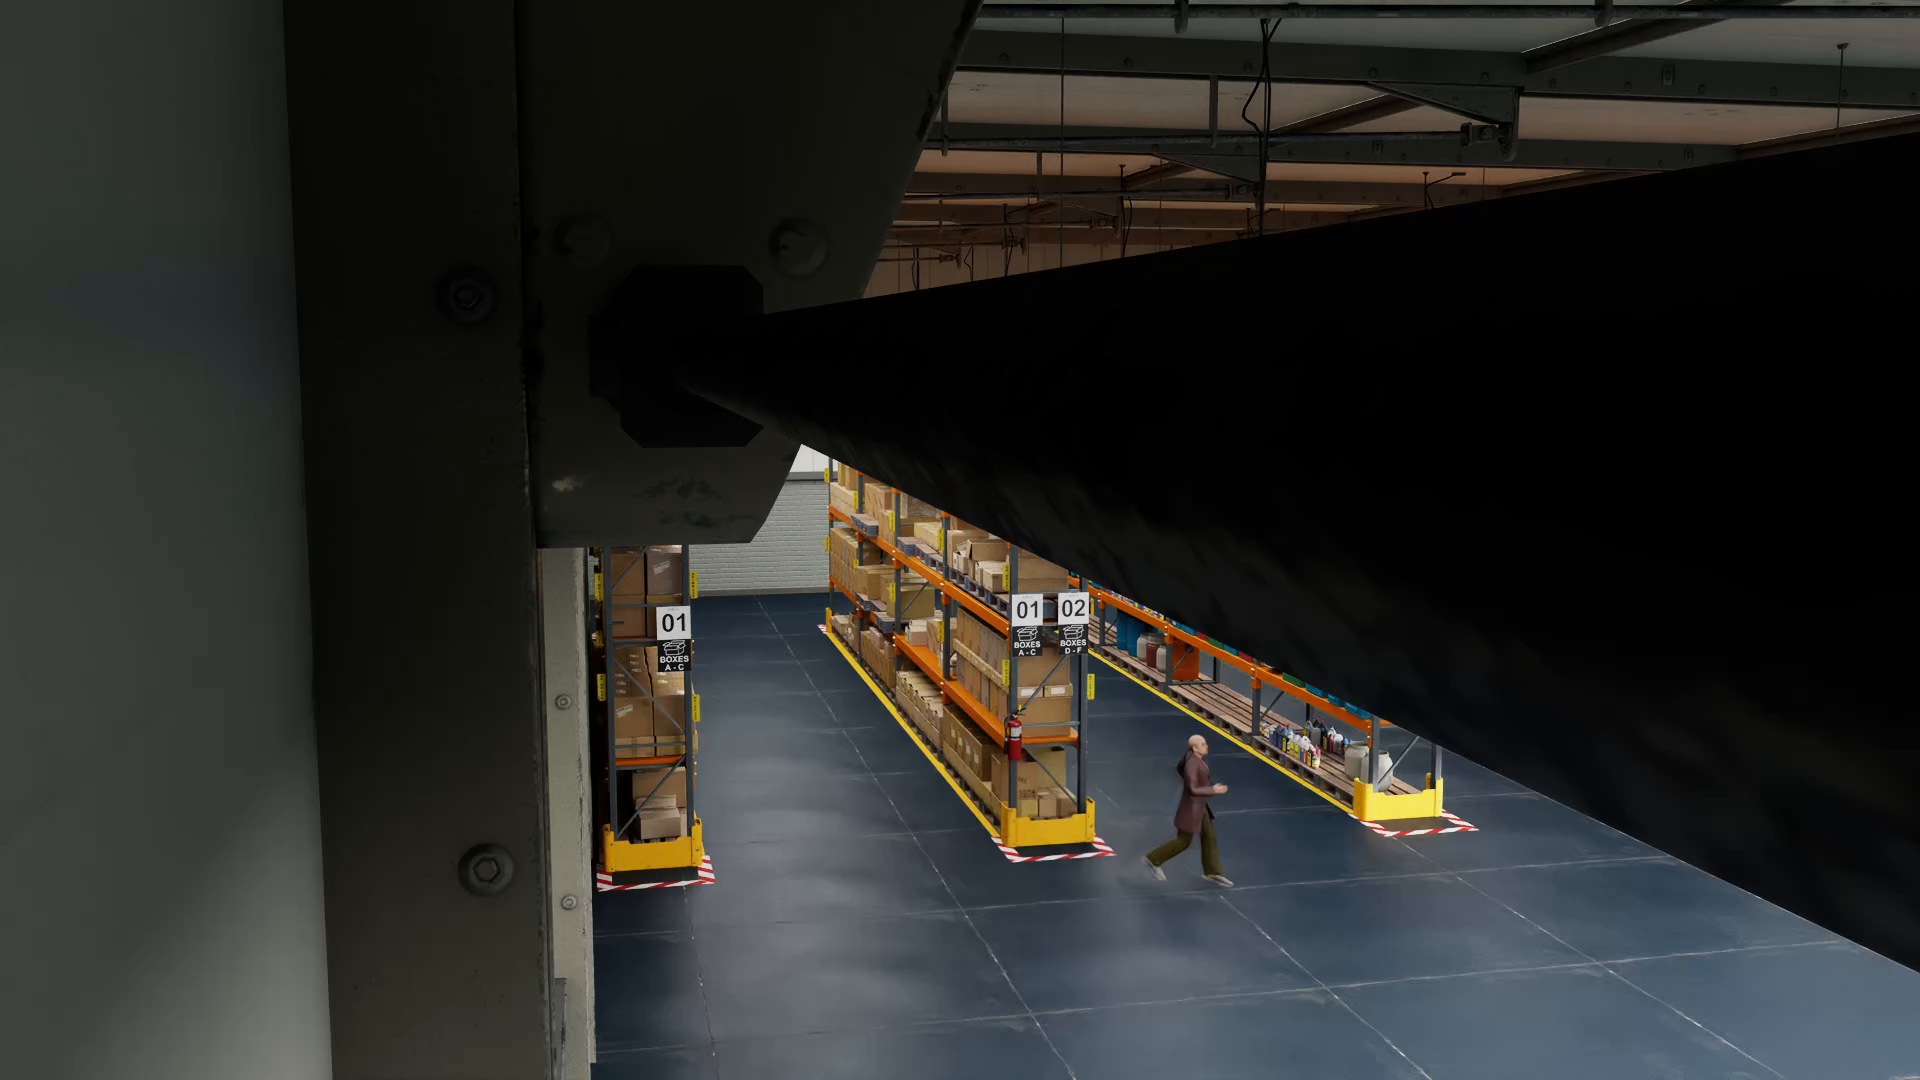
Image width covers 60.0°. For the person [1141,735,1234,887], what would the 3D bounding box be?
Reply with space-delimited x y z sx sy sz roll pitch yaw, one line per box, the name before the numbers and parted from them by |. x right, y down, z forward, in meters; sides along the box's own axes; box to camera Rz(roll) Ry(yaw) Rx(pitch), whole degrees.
person | 2.670 3.150 19.394 1.060 1.800 0.719 2 7 15
